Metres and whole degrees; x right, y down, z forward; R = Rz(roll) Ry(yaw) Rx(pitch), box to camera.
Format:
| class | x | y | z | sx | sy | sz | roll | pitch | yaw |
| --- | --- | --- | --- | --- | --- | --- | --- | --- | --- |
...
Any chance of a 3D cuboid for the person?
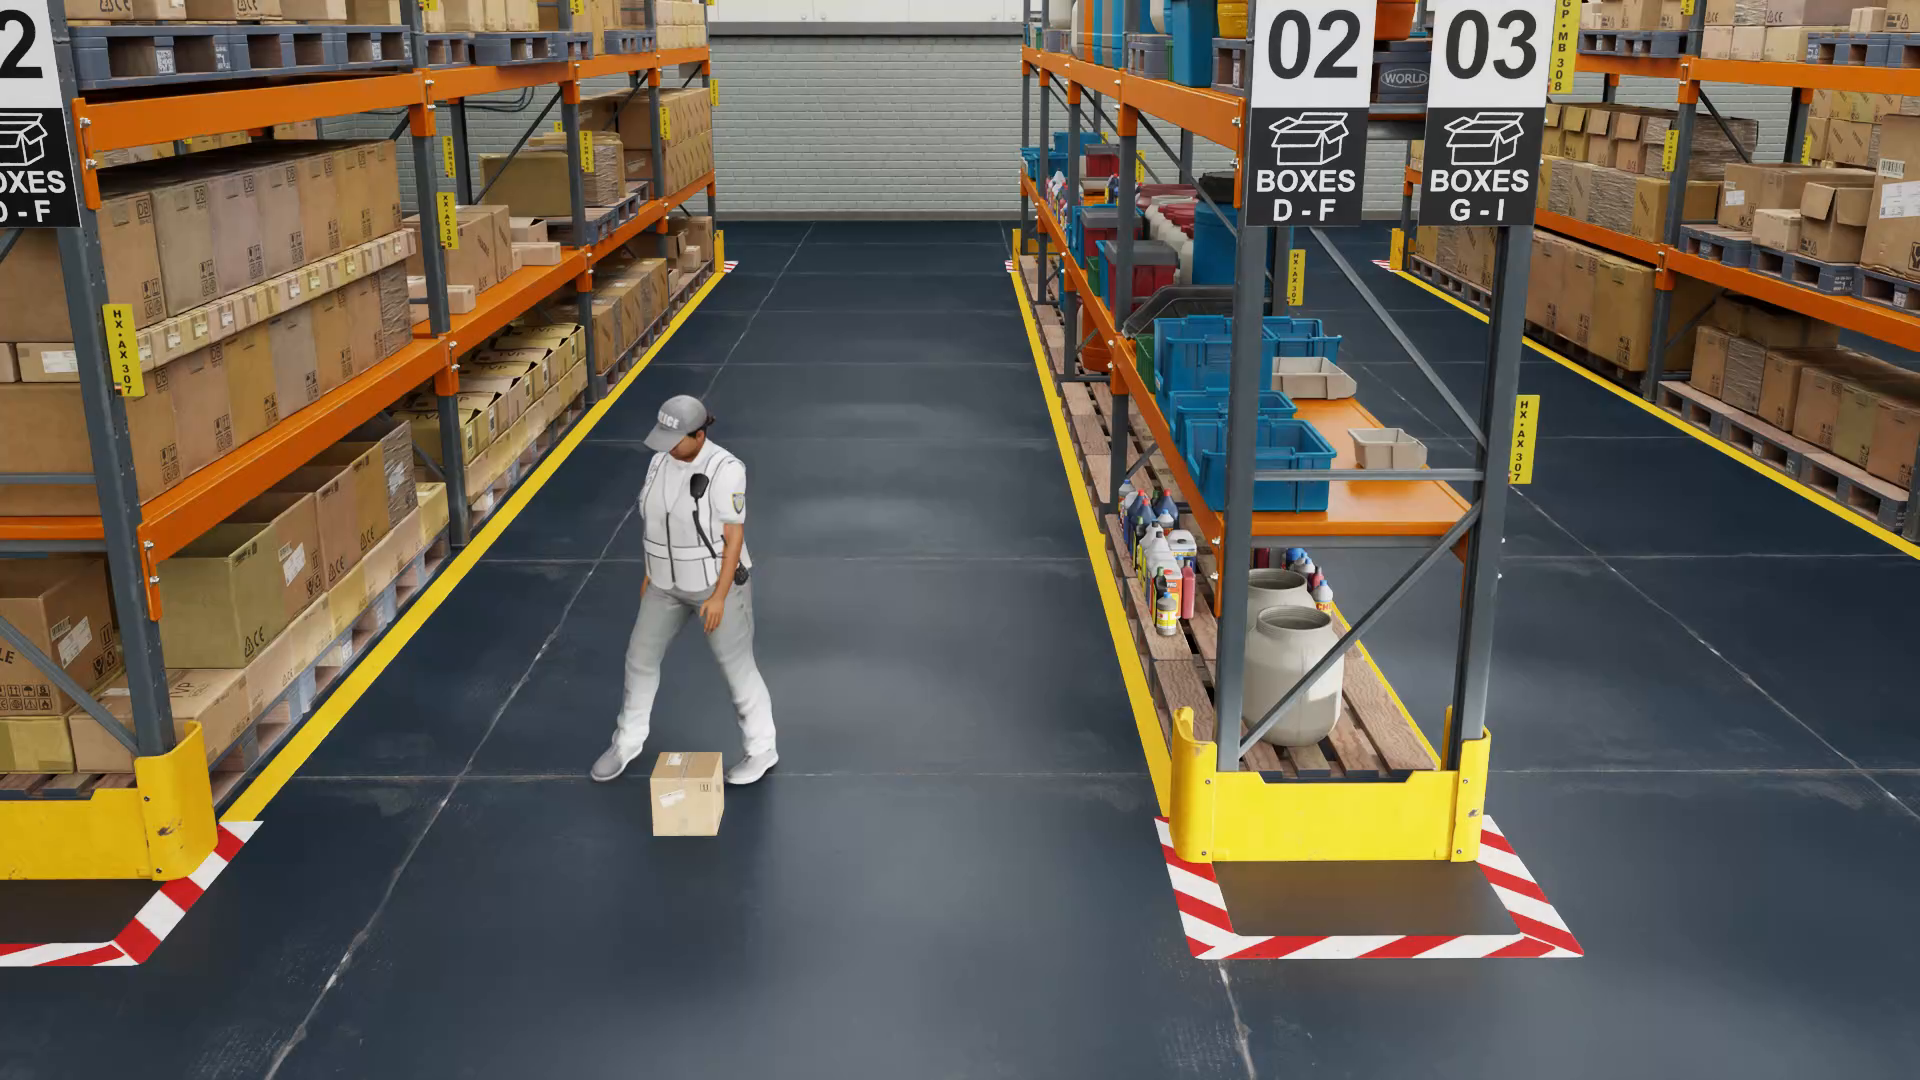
| class | x | y | z | sx | sy | sz | roll | pitch | yaw |
| --- | --- | --- | --- | --- | --- | --- | --- | --- | --- |
| person | -1.179 | 0.203 | 6.895 | 0.702 | 1.653 | 0.499 | 7 | 19 | 22 |
